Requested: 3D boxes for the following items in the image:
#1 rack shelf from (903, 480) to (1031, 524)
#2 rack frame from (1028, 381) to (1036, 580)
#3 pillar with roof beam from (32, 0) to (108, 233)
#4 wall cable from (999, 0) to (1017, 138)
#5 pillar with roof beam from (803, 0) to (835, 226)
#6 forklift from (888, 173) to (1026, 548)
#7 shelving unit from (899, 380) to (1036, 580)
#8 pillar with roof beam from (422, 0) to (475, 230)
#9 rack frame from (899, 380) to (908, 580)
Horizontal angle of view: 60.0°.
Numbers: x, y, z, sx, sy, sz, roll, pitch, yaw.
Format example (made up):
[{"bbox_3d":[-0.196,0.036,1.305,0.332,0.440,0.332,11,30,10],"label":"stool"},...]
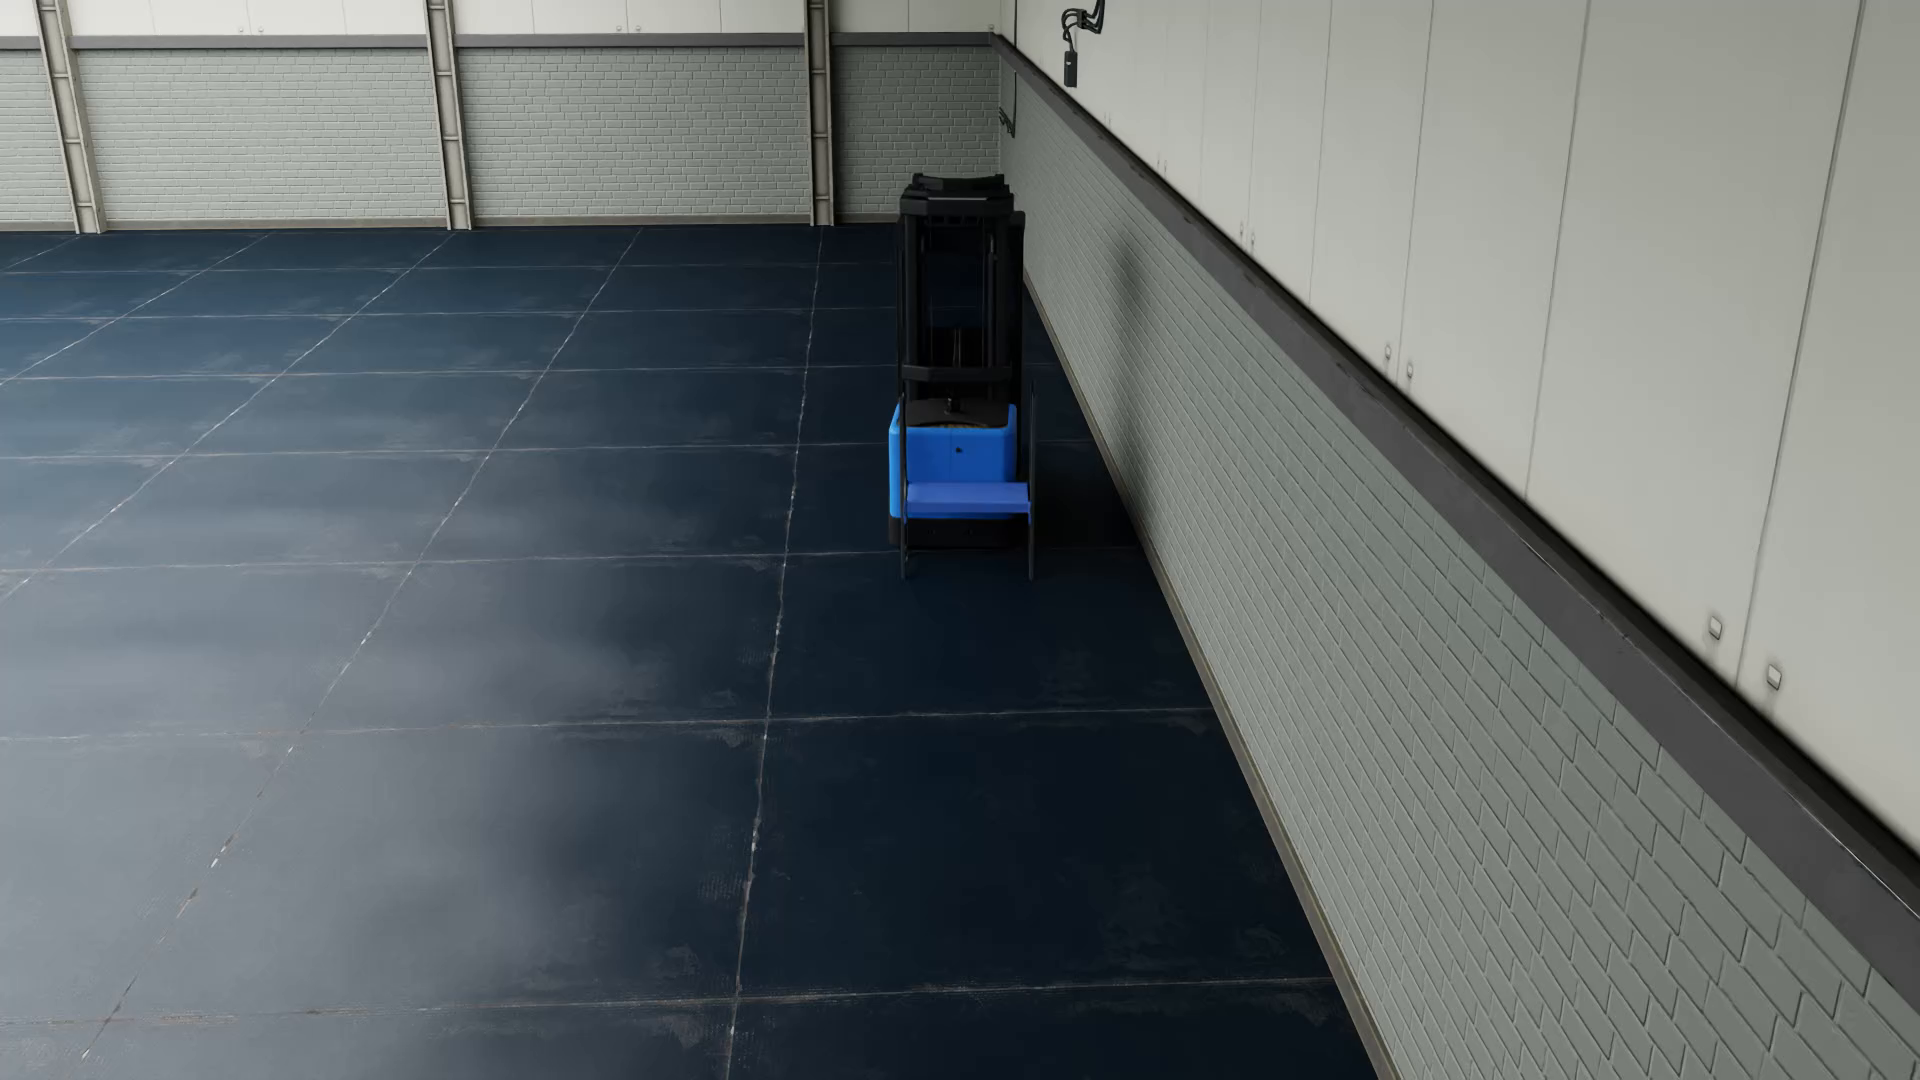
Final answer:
[{"bbox_3d":[0.062,-0.304,13.247,1.000,0.185,0.538,0,21,1],"label":"rack shelf"},{"bbox_3d":[0.570,-0.469,13.176,0.032,1.500,0.500,0,21,1],"label":"rack frame"},{"bbox_3d":[-14.051,-7.757,21.780,0.400,9.000,9.100,-1,21,-3],"label":"pillar with roof beam"},{"bbox_3d":[0.700,-7.669,25.913,0.112,2.526,3.097,-1,21,-3],"label":"wall cable"},{"bbox_3d":[-2.071,-8.001,22.421,0.400,9.000,9.100,-1,21,-3],"label":"pillar with roof beam"},{"bbox_3d":[0.010,-1.784,14.619,1.130,2.935,3.031,1,21,3],"label":"forklift"},{"bbox_3d":[0.062,-0.472,13.183,1.048,1.500,0.538,0,21,1],"label":"shelving unit"},{"bbox_3d":[-8.061,-7.879,22.100,0.400,9.000,9.100,-1,21,-3],"label":"pillar with roof beam"},{"bbox_3d":[-0.447,-0.475,13.191,0.032,1.500,0.500,0,21,1],"label":"rack frame"}]
